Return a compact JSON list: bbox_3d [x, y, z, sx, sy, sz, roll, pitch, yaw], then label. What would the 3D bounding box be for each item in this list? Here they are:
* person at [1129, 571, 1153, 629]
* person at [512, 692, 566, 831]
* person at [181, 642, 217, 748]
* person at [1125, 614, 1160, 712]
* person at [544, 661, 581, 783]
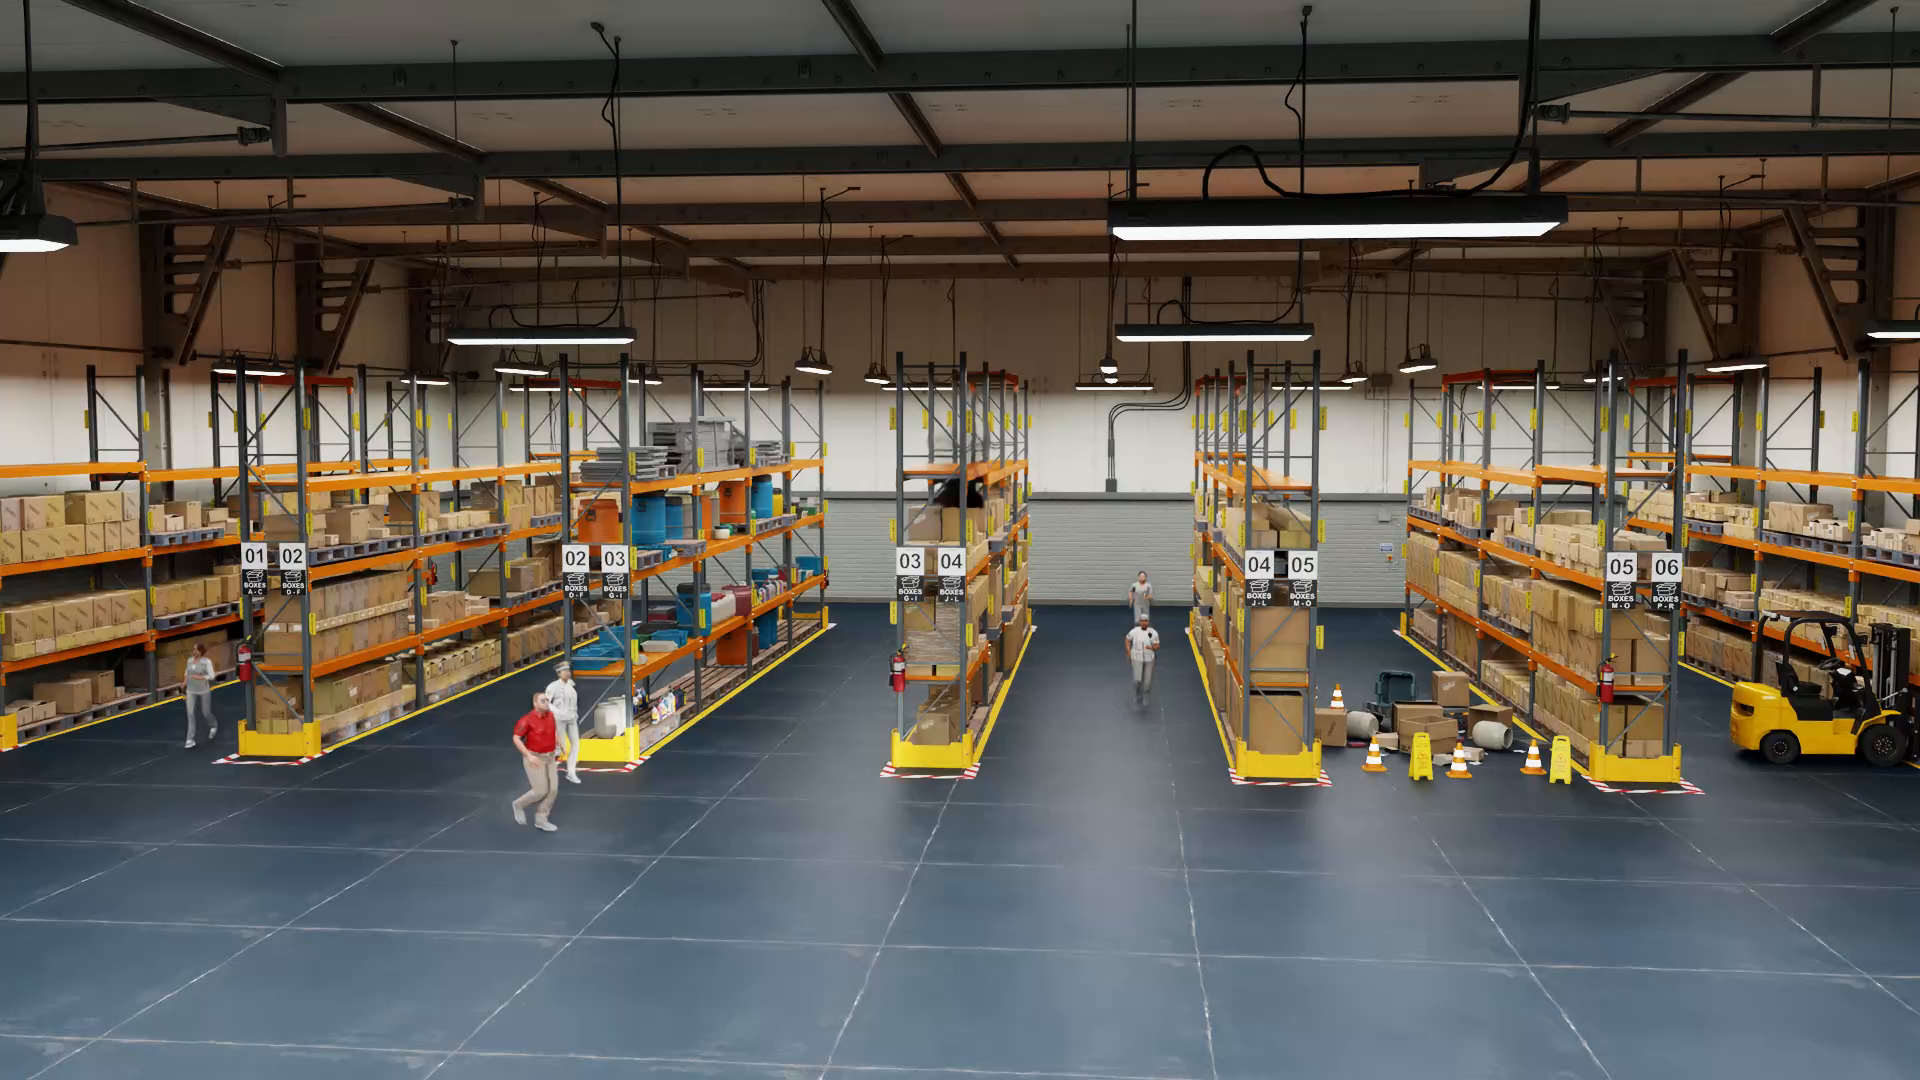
[{"bbox_3d":[4.051,1.523,37.194,0.541,1.660,0.670,0,4,4],"label":"person"},{"bbox_3d":[-5.185,2.712,20.452,0.600,1.702,0.683,2,5,29],"label":"person"},{"bbox_3d":[-11.752,2.369,25.637,0.542,1.549,0.898,0,4,-2],"label":"person"},{"bbox_3d":[3.177,2.132,28.858,0.575,1.708,0.690,0,4,0],"label":"person"},{"bbox_3d":[-5.582,2.524,23.239,0.735,1.704,0.637,2,5,30],"label":"person"}]
